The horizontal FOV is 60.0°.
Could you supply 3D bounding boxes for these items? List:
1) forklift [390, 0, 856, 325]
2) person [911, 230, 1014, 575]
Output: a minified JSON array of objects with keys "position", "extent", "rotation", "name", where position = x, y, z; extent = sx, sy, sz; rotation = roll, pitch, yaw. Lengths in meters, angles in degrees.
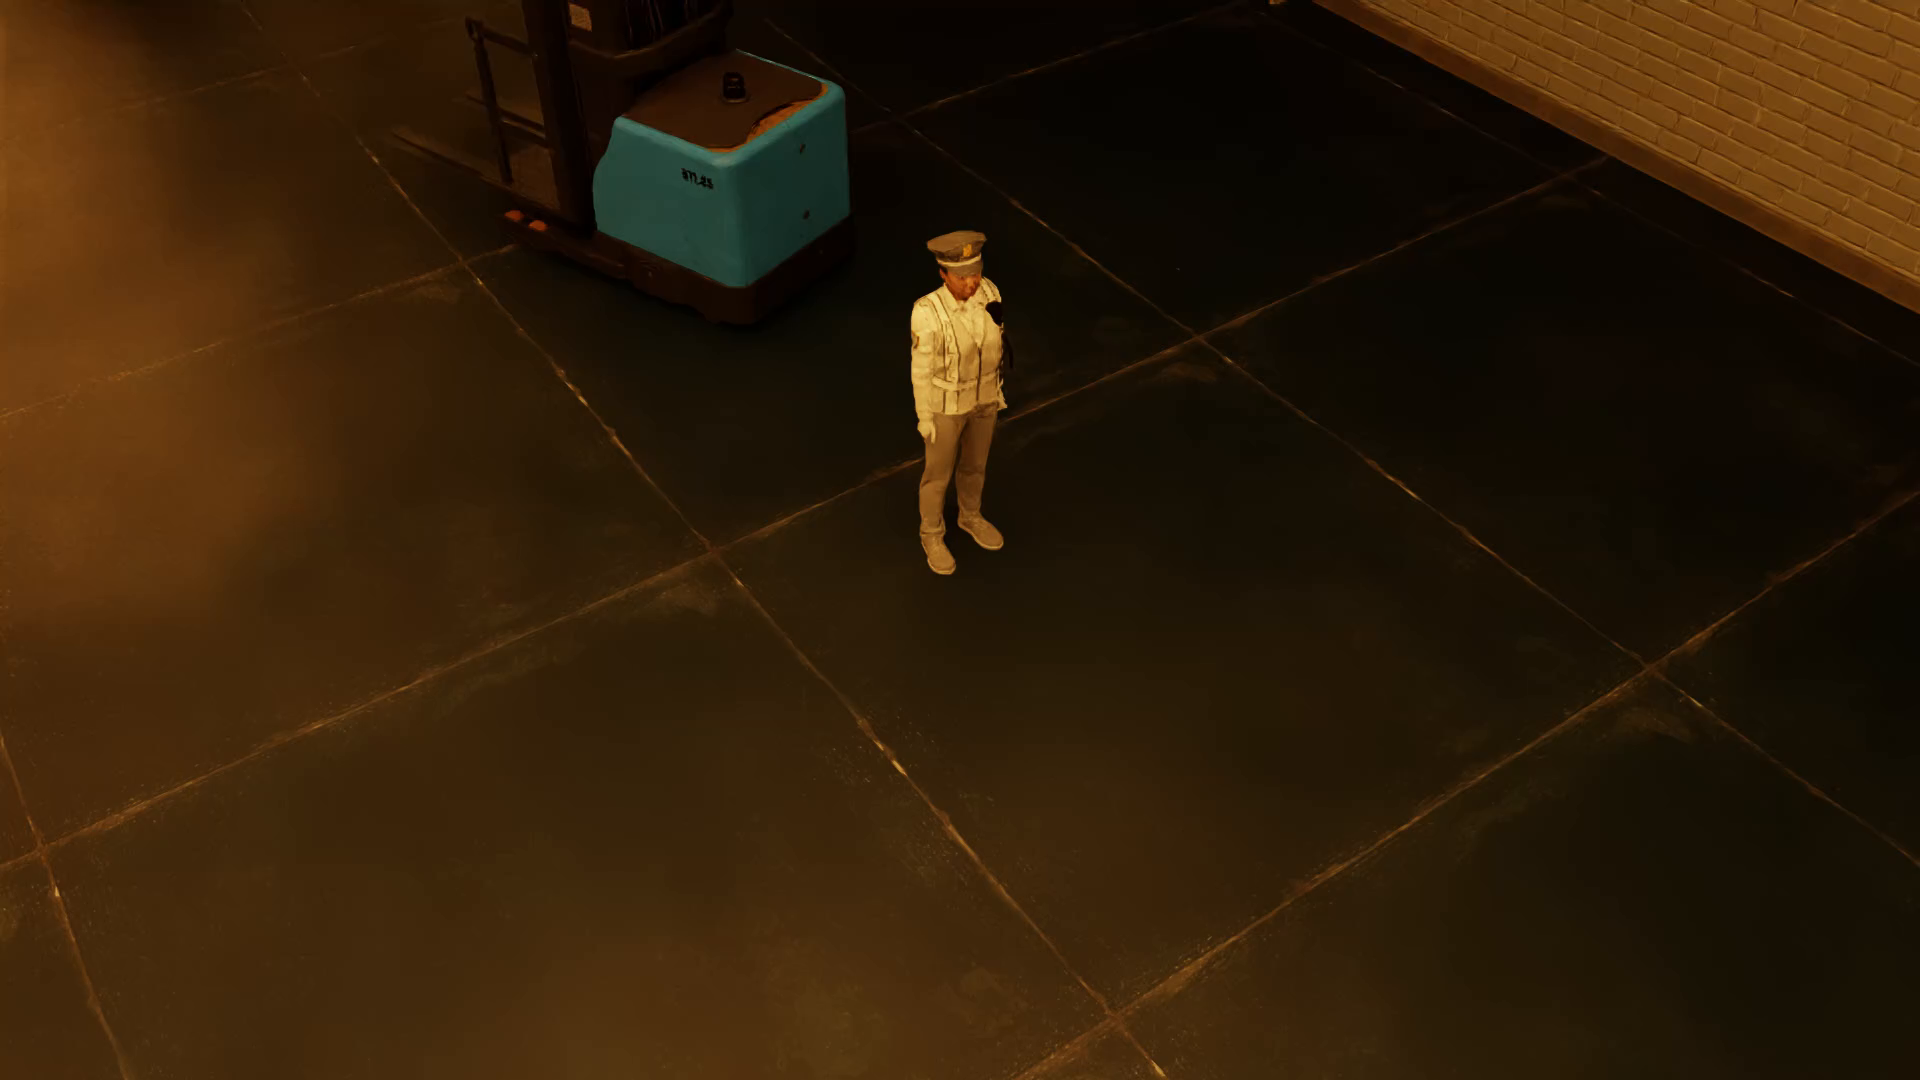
[{"position":[-2.103,-3.043,9.017],"extent":[3.031,2.935,1.130],"rotation":[25,48,25],"name":"forklift"},{"position":[0.010,-0.612,7.298],"extent":[0.463,1.692,0.337],"rotation":[-25,48,-25],"name":"person"}]
